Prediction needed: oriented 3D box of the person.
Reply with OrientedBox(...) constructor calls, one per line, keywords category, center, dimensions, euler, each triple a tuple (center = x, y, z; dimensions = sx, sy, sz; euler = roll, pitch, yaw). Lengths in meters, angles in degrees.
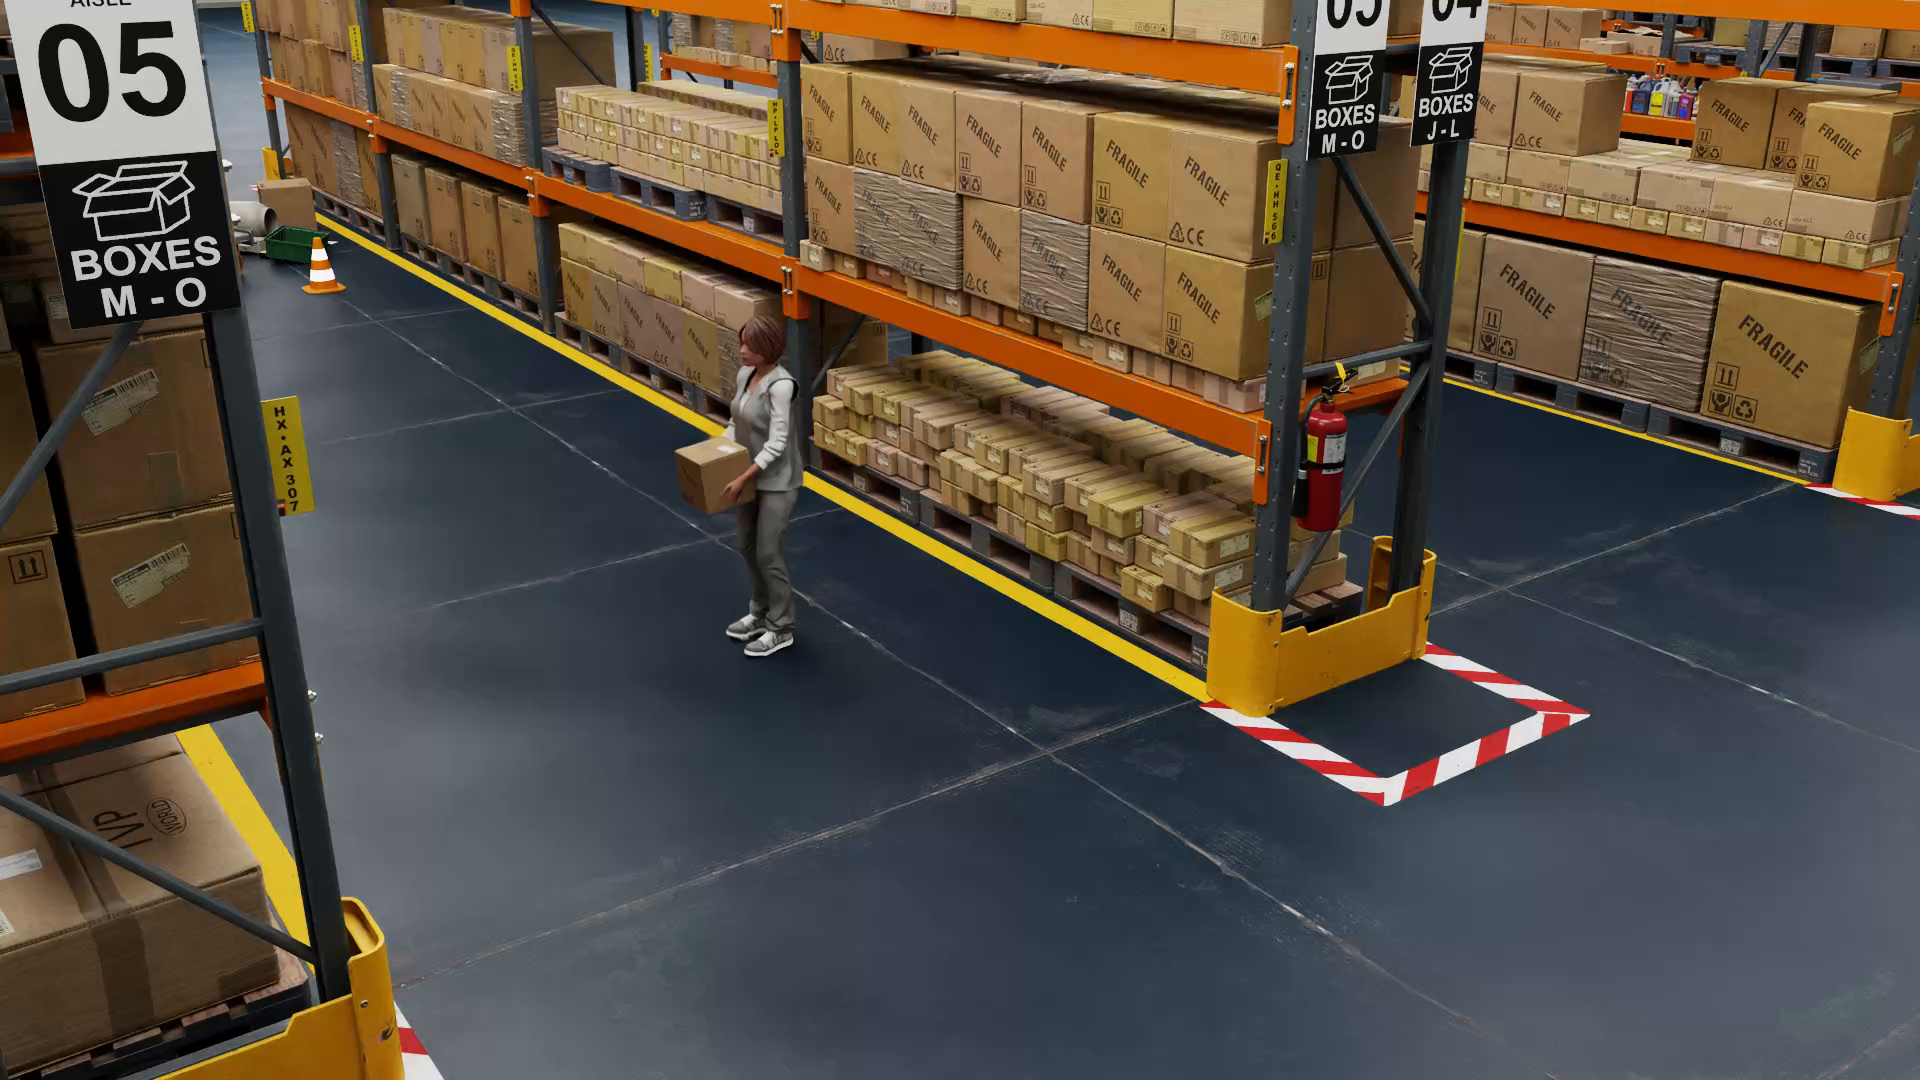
OrientedBox(category="person", center=(-0.959, -0.238, 7.706), dimensions=(0.461, 1.587, 0.440), euler=(-15, 26, -33))
